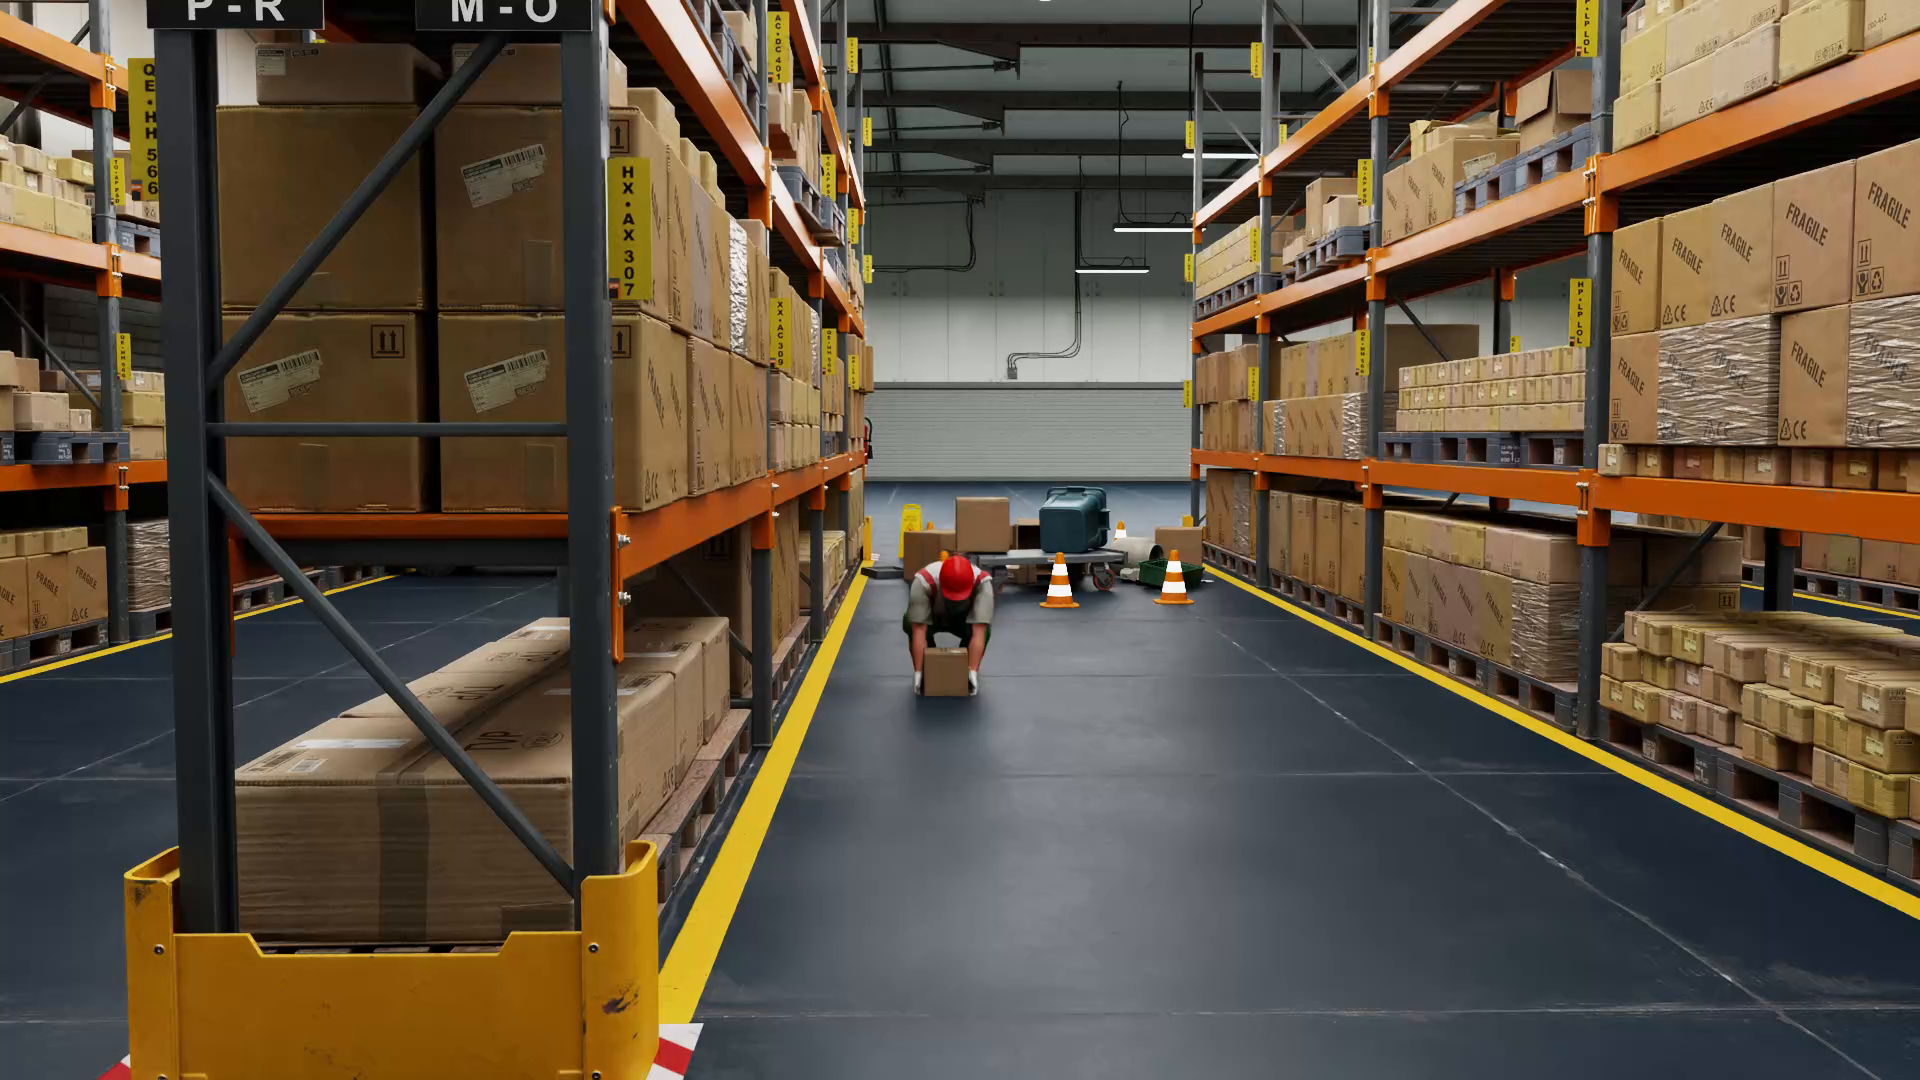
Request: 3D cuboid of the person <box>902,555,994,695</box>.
[{"bbox_3d":[-0.072,0.501,9.893,0.542,0.874,0.901,0,4,-2],"label":"person"}]
